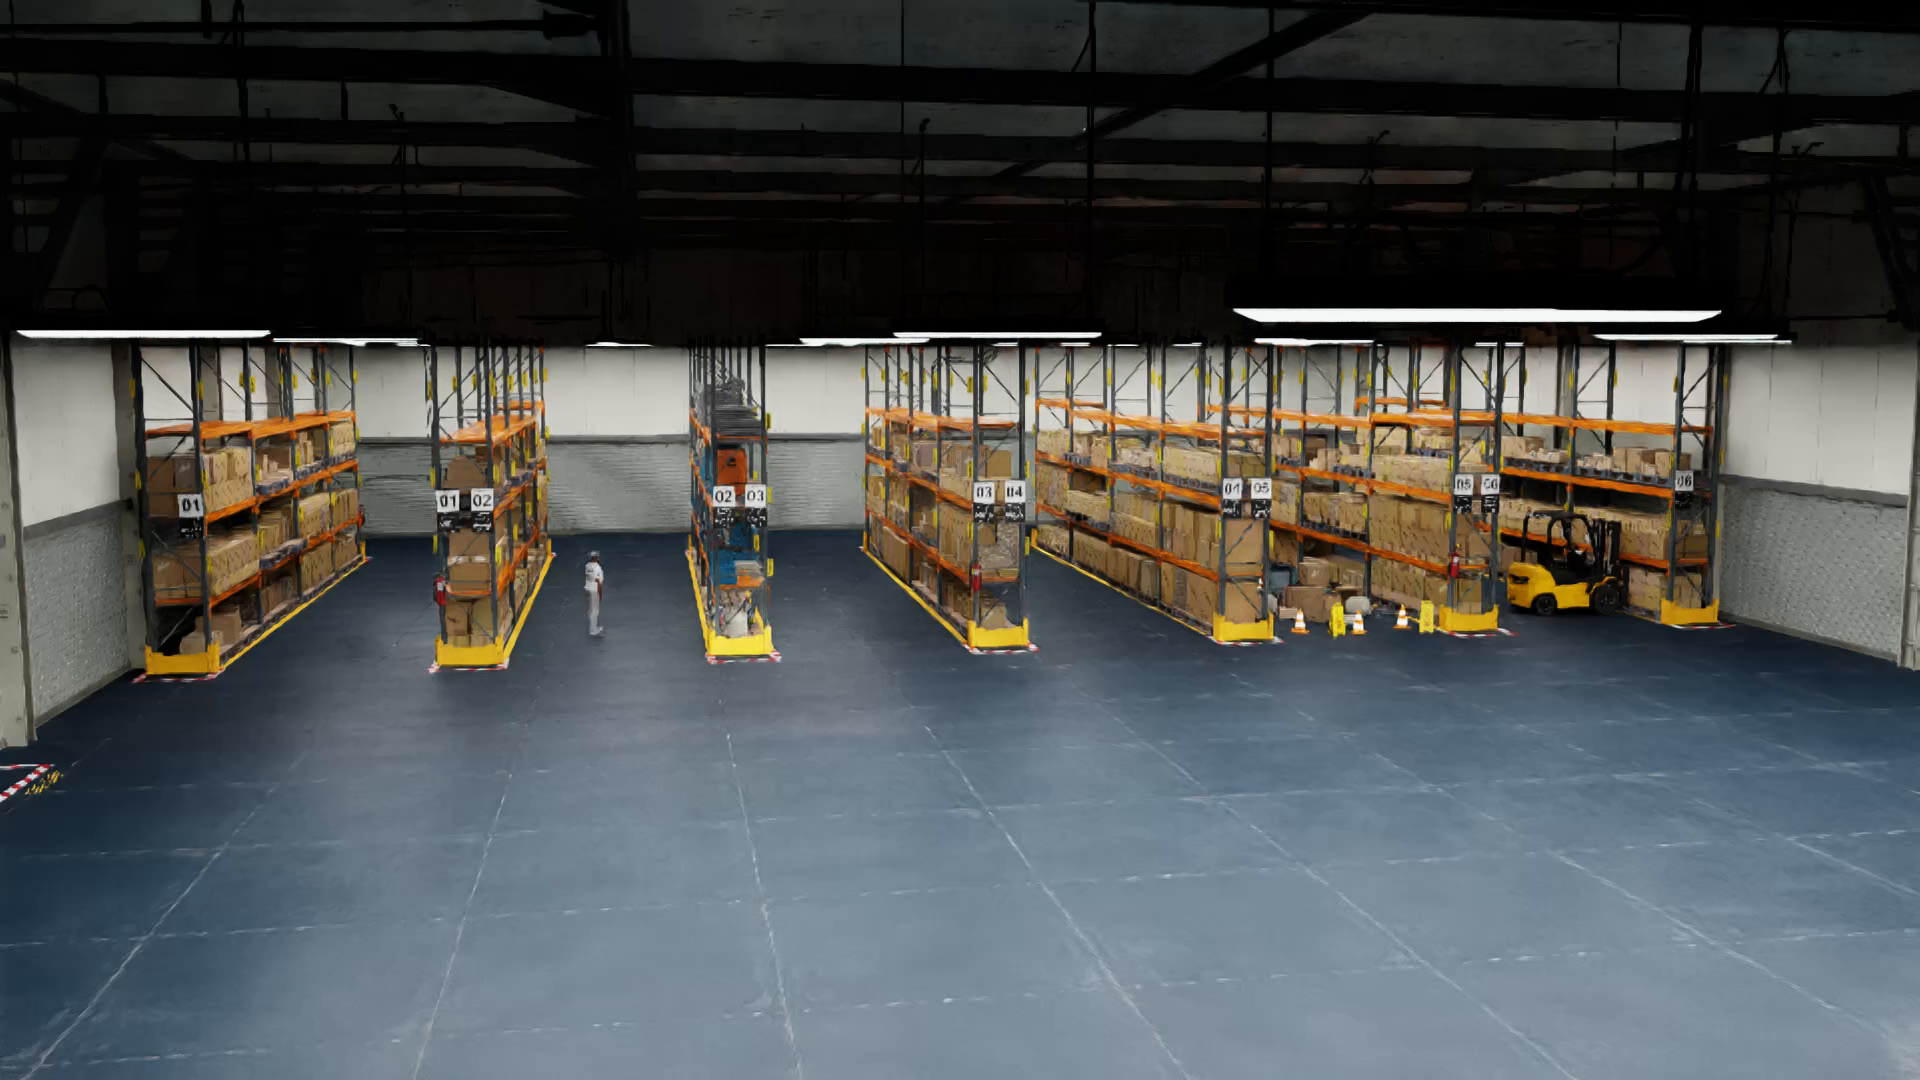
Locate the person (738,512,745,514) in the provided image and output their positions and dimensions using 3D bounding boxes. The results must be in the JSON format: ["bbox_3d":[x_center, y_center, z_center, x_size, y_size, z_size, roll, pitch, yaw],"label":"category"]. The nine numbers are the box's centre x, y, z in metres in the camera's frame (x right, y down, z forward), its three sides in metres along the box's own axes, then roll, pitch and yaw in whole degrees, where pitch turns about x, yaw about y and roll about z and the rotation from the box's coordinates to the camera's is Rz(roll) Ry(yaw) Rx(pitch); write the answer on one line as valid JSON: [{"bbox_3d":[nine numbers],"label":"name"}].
[{"bbox_3d":[-5.968,-0.342,45.718,0.682,1.661,0.844,-3,7,-27],"label":"person"}]

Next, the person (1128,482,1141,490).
[{"bbox_3d":[5.565,-1.095,52.505,0.535,1.633,0.555,3,7,26],"label":"person"}]

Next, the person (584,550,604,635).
[{"bbox_3d":[-7.333,1.044,33.499,0.440,1.683,0.552,-5,8,-38],"label":"person"}]

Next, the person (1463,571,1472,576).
[{"bbox_3d":[11.417,0.623,37.537,0.449,1.599,0.467,2,7,21],"label":"person"}]
